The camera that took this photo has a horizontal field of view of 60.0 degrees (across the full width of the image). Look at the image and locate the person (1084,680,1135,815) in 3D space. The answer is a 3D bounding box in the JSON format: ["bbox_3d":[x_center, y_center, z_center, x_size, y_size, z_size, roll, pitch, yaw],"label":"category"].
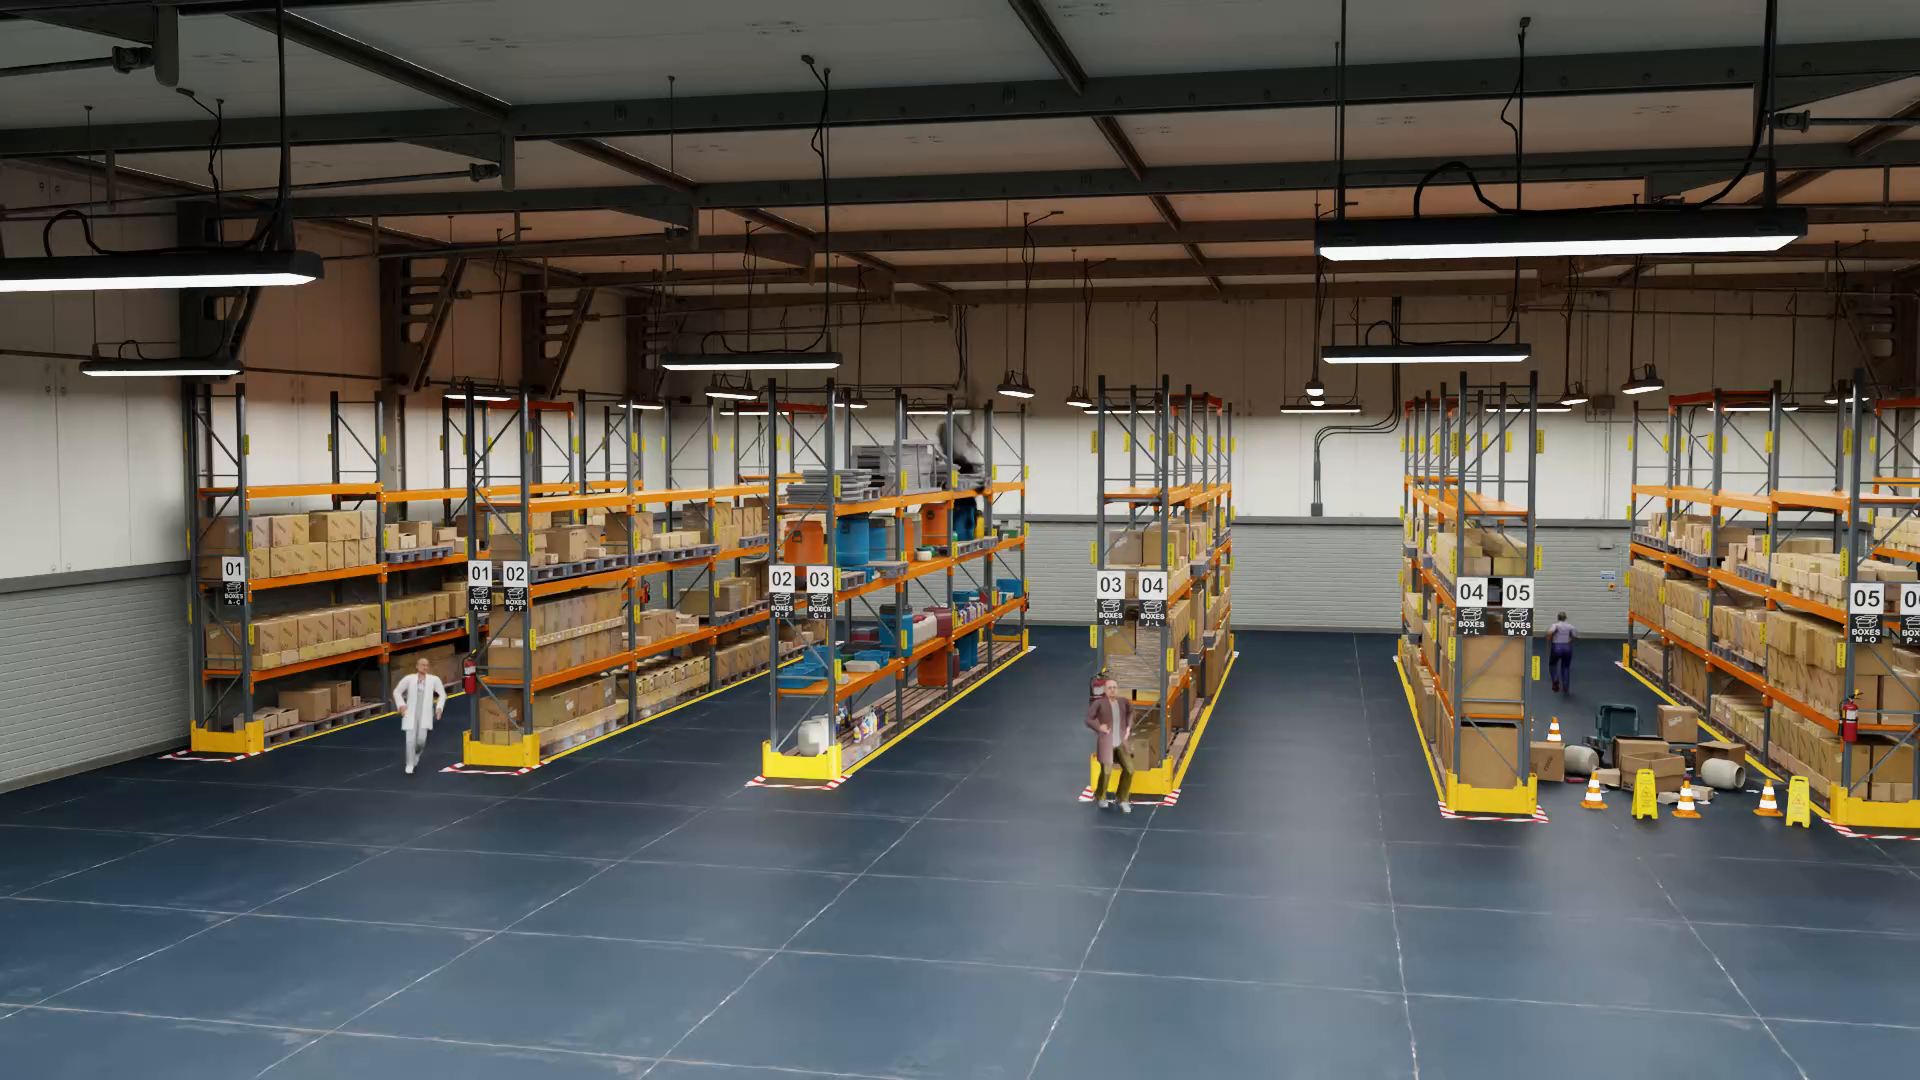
[{"bbox_3d":[2.081,2.820,22.706,0.770,1.819,0.695,-1,3,-18],"label":"person"}]

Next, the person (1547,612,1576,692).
[{"bbox_3d":[12.170,2.268,33.740,0.626,1.644,0.637,0,3,5],"label":"person"}]

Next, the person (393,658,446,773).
[{"bbox_3d":[-8.296,2.685,25.547,0.779,1.729,0.581,-1,3,-20],"label":"person"}]
